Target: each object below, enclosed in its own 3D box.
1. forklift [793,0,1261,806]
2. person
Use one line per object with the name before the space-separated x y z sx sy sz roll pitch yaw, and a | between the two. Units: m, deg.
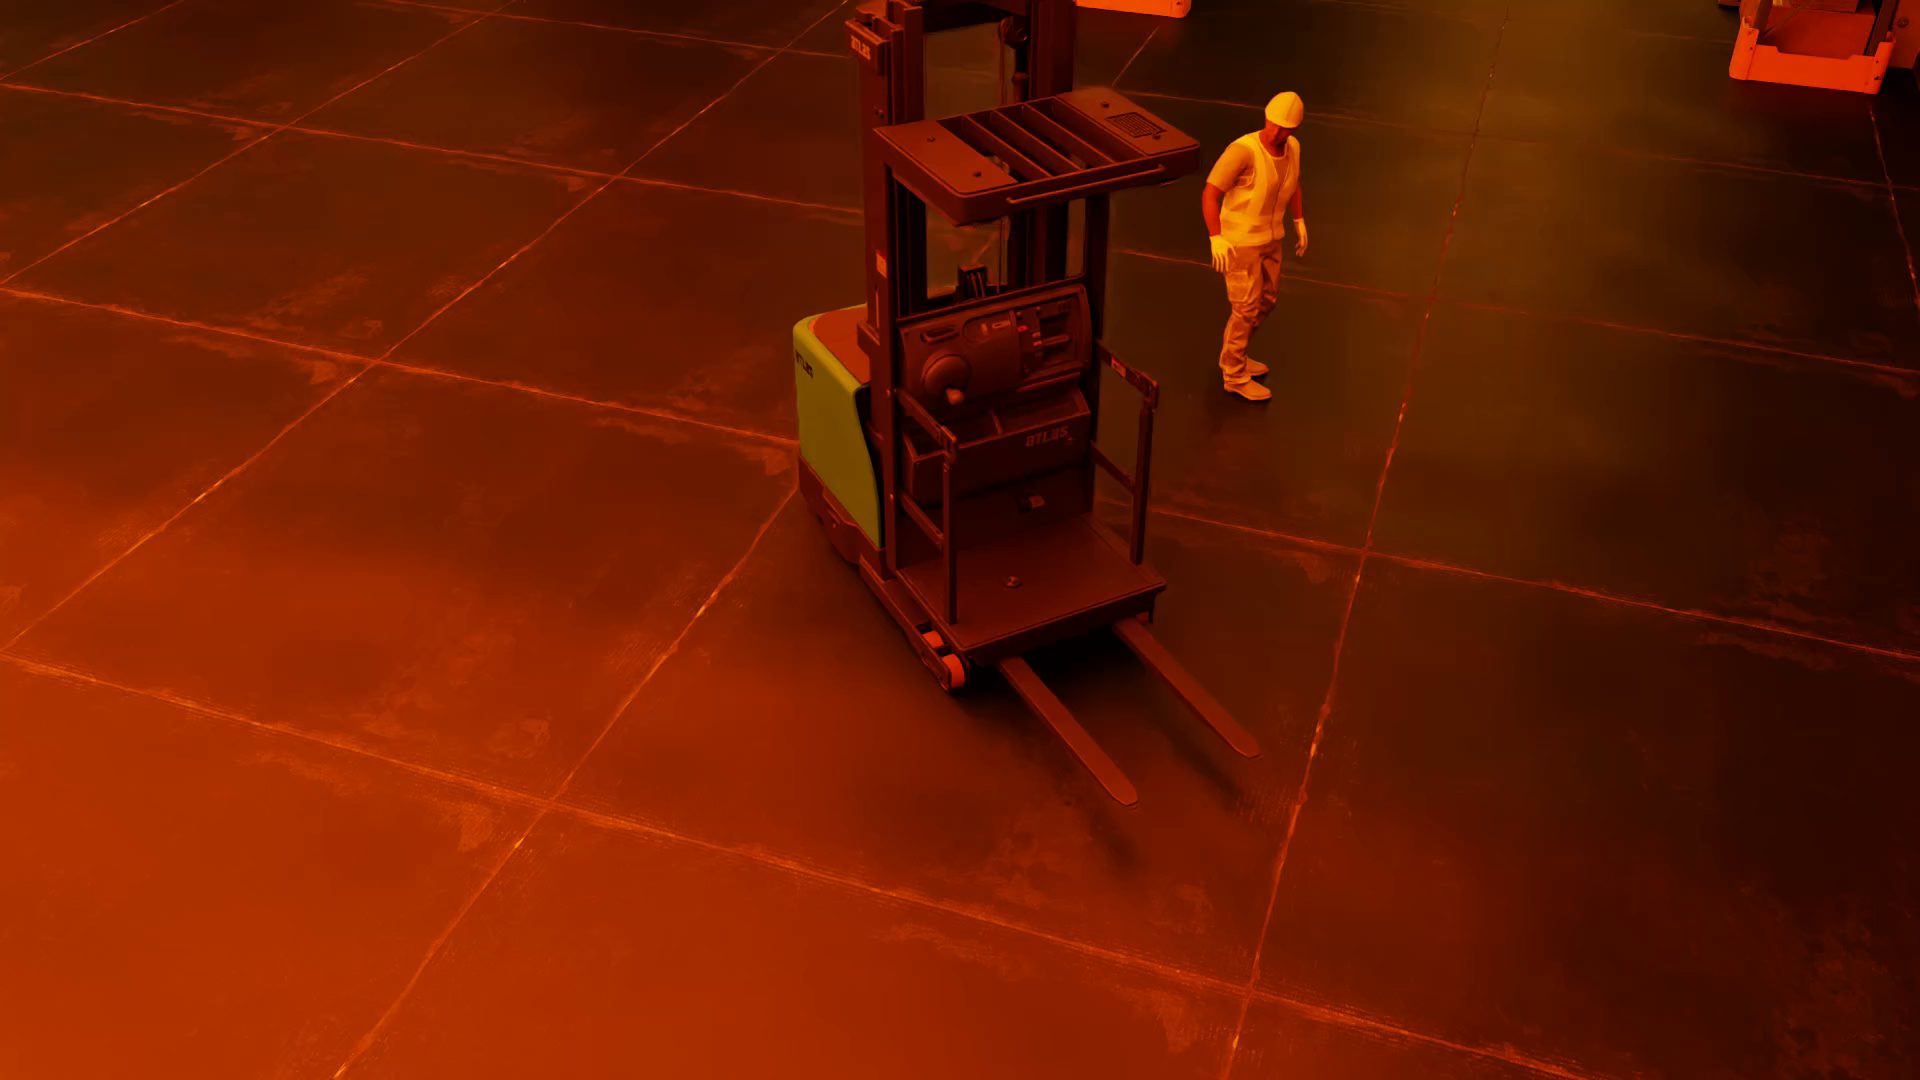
forklift | 0.270 -0.801 7.241 1.130 2.935 3.031 -17 39 -22
person | 1.740 -1.689 9.506 0.514 1.761 0.786 29 45 35
